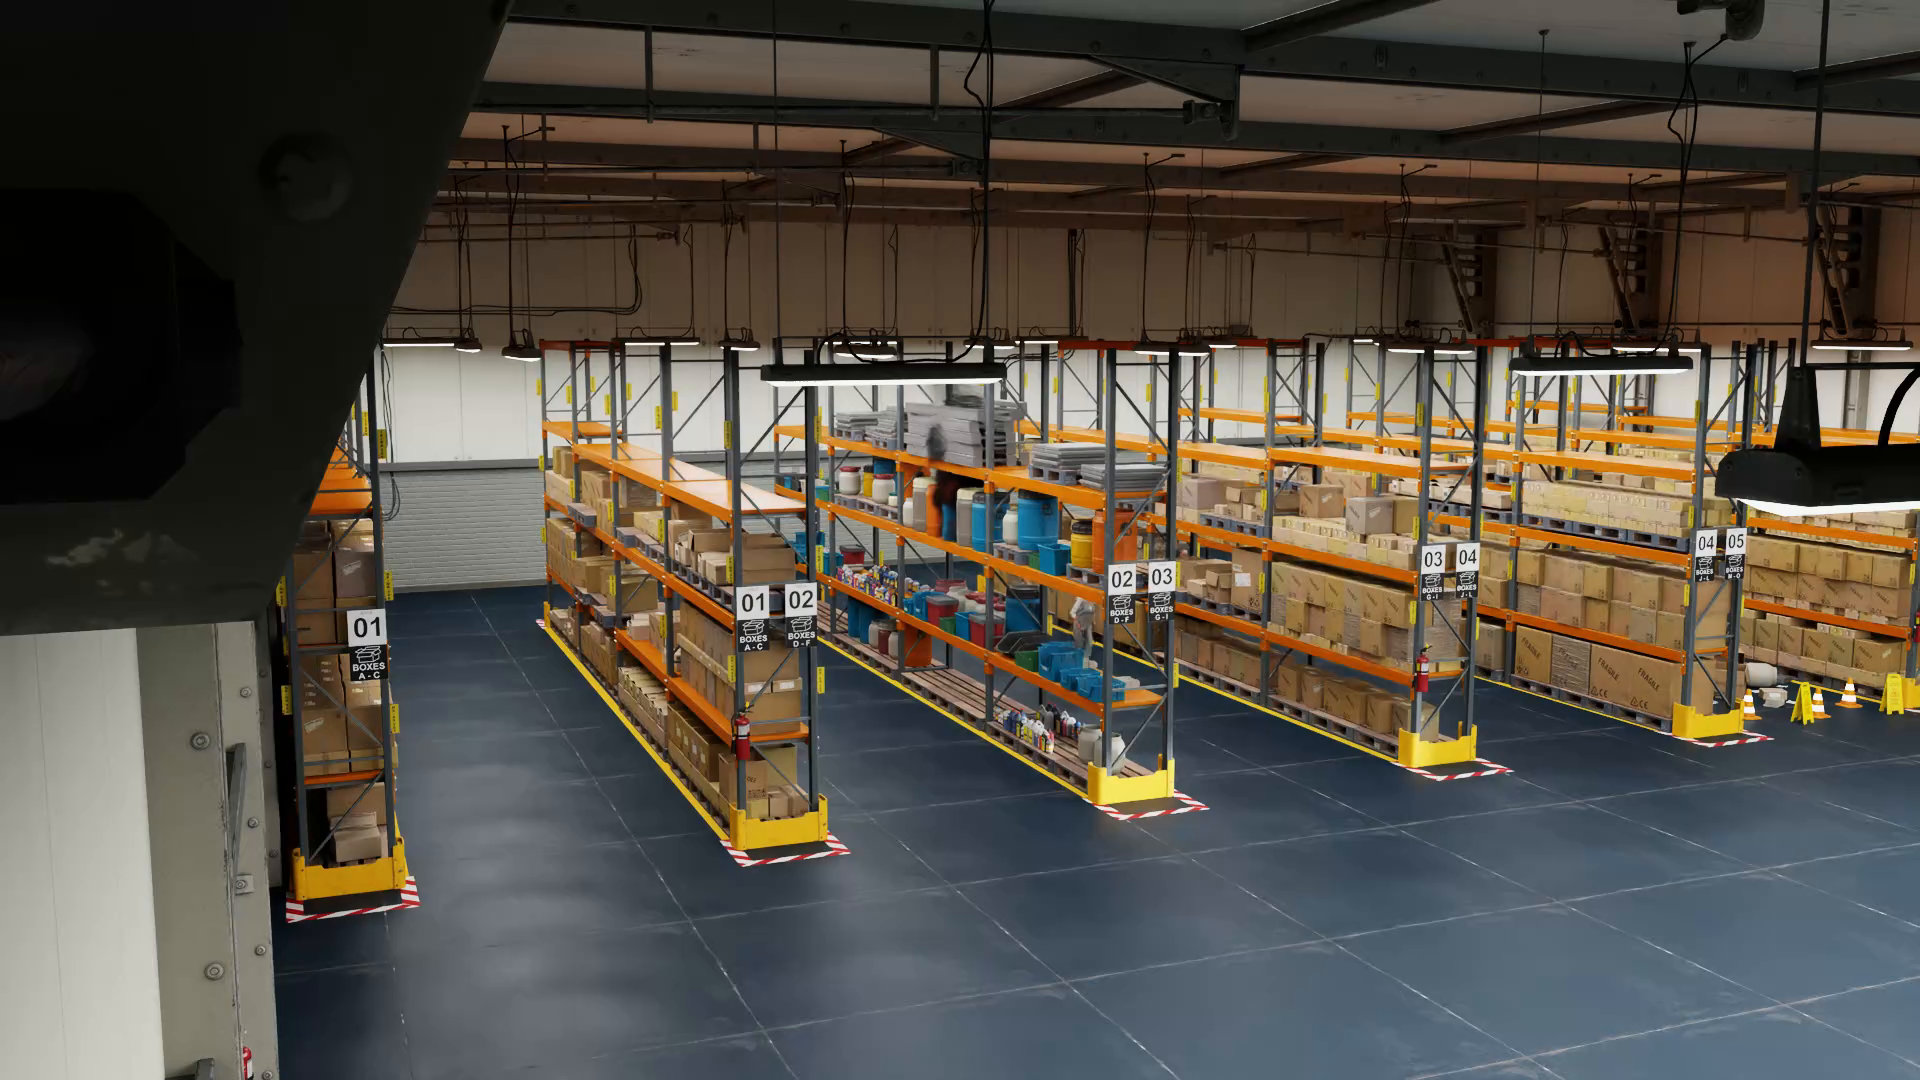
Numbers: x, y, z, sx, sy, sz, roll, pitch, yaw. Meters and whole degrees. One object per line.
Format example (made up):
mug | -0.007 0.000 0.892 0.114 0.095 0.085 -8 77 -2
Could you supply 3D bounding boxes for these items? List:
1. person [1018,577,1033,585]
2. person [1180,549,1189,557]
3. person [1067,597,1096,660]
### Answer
person | 1.230 1.341 30.996 0.625 1.637 0.761 -5 9 -32
person | 4.633 1.026 34.387 0.674 1.682 0.782 -4 8 -26
person | 2.099 1.544 28.828 0.543 1.602 0.856 -5 9 -31
